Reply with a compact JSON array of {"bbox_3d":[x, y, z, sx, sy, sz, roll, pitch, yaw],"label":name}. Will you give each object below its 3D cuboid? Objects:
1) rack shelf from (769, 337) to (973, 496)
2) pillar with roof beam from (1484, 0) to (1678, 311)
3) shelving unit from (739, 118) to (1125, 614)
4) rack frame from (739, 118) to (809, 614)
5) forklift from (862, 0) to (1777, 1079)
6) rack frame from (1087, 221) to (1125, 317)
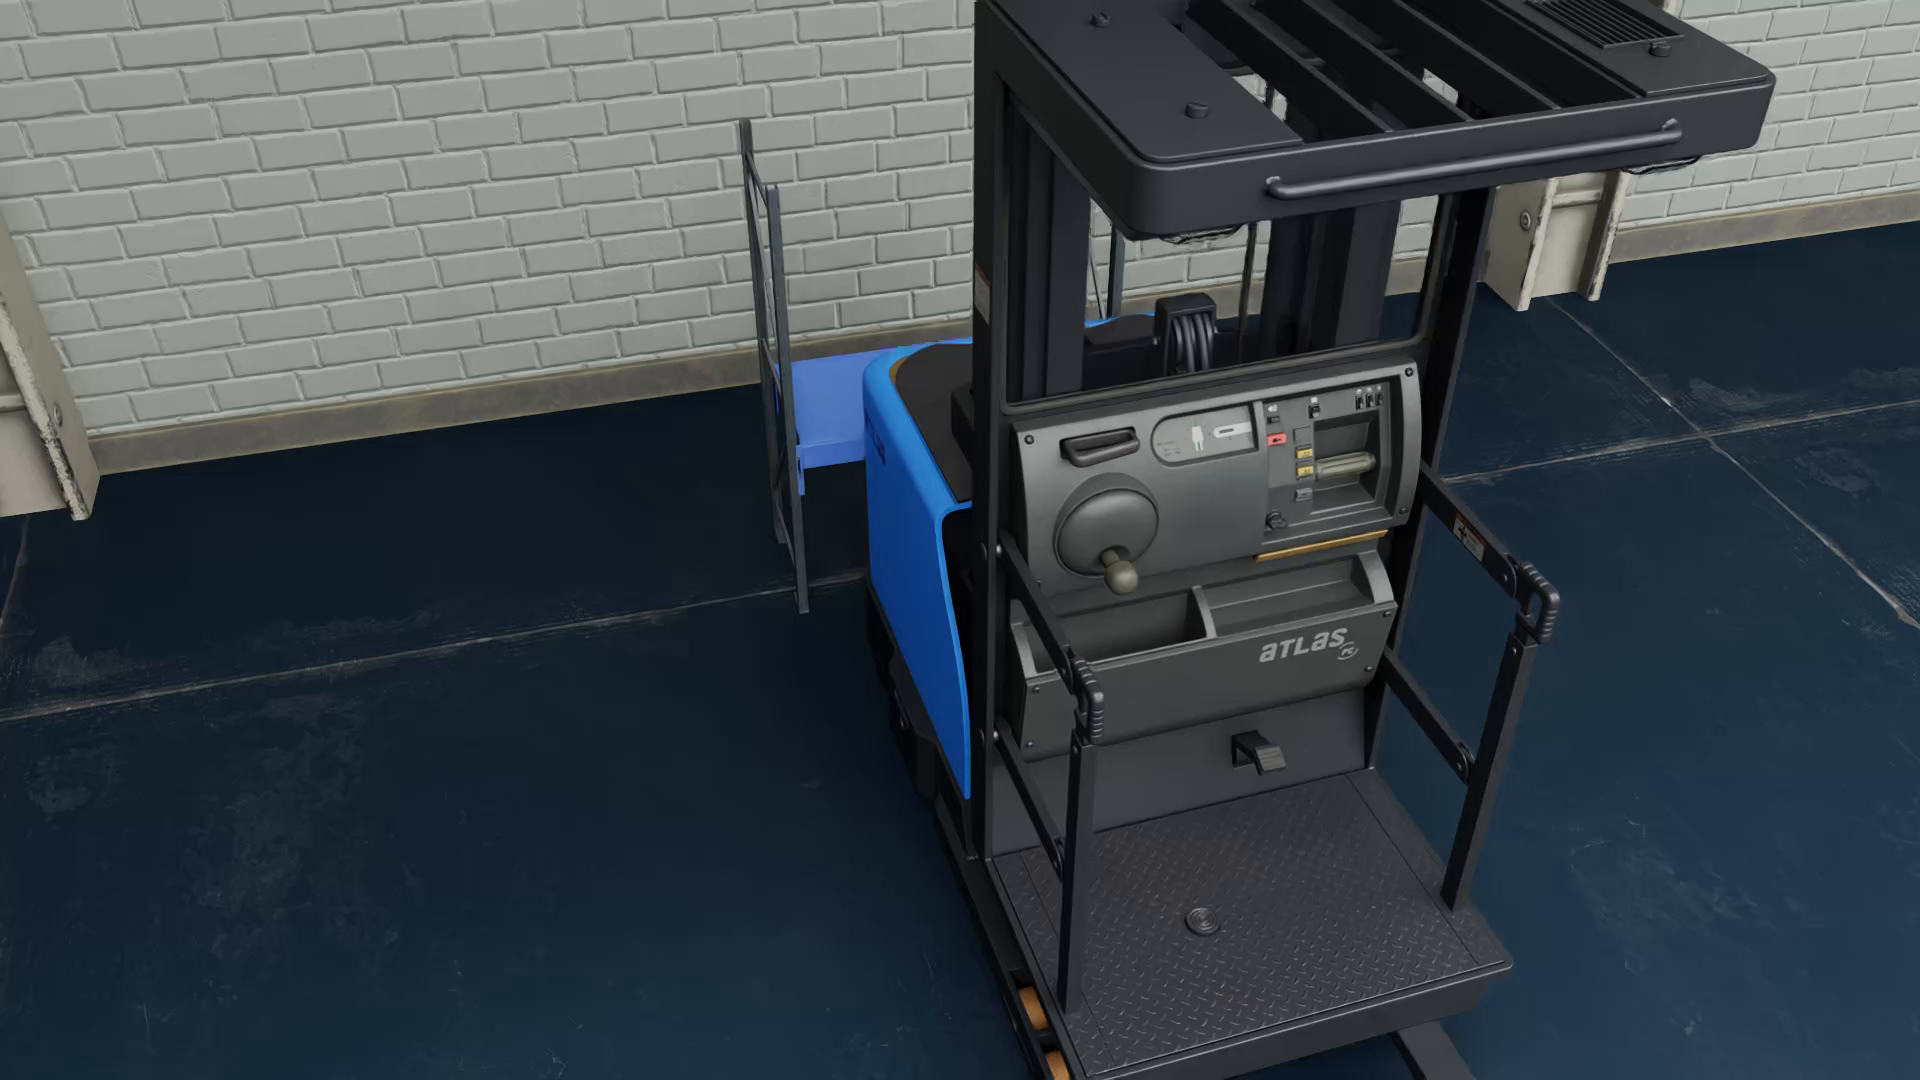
[{"bbox_3d":[-0.082,-0.439,5.386,1.000,0.185,0.538,-9,38,-12],"label":"rack shelf"},{"bbox_3d":[3.621,-2.135,1.134,0.400,9.000,9.100,-9,38,-12],"label":"pillar with roof beam"},{"bbox_3d":[-0.082,-0.582,5.277,1.048,1.500,0.538,-9,38,-12],"label":"shelving unit"},{"bbox_3d":[-0.573,-0.502,5.171,0.032,1.500,0.500,-9,38,-12],"label":"rack frame"},{"bbox_3d":[0.636,-0.067,3.426,1.130,2.935,3.031,-11,39,-14],"label":"forklift"},{"bbox_3d":[0.408,-0.663,5.382,0.032,1.500,0.500,-9,38,-12],"label":"rack frame"}]
